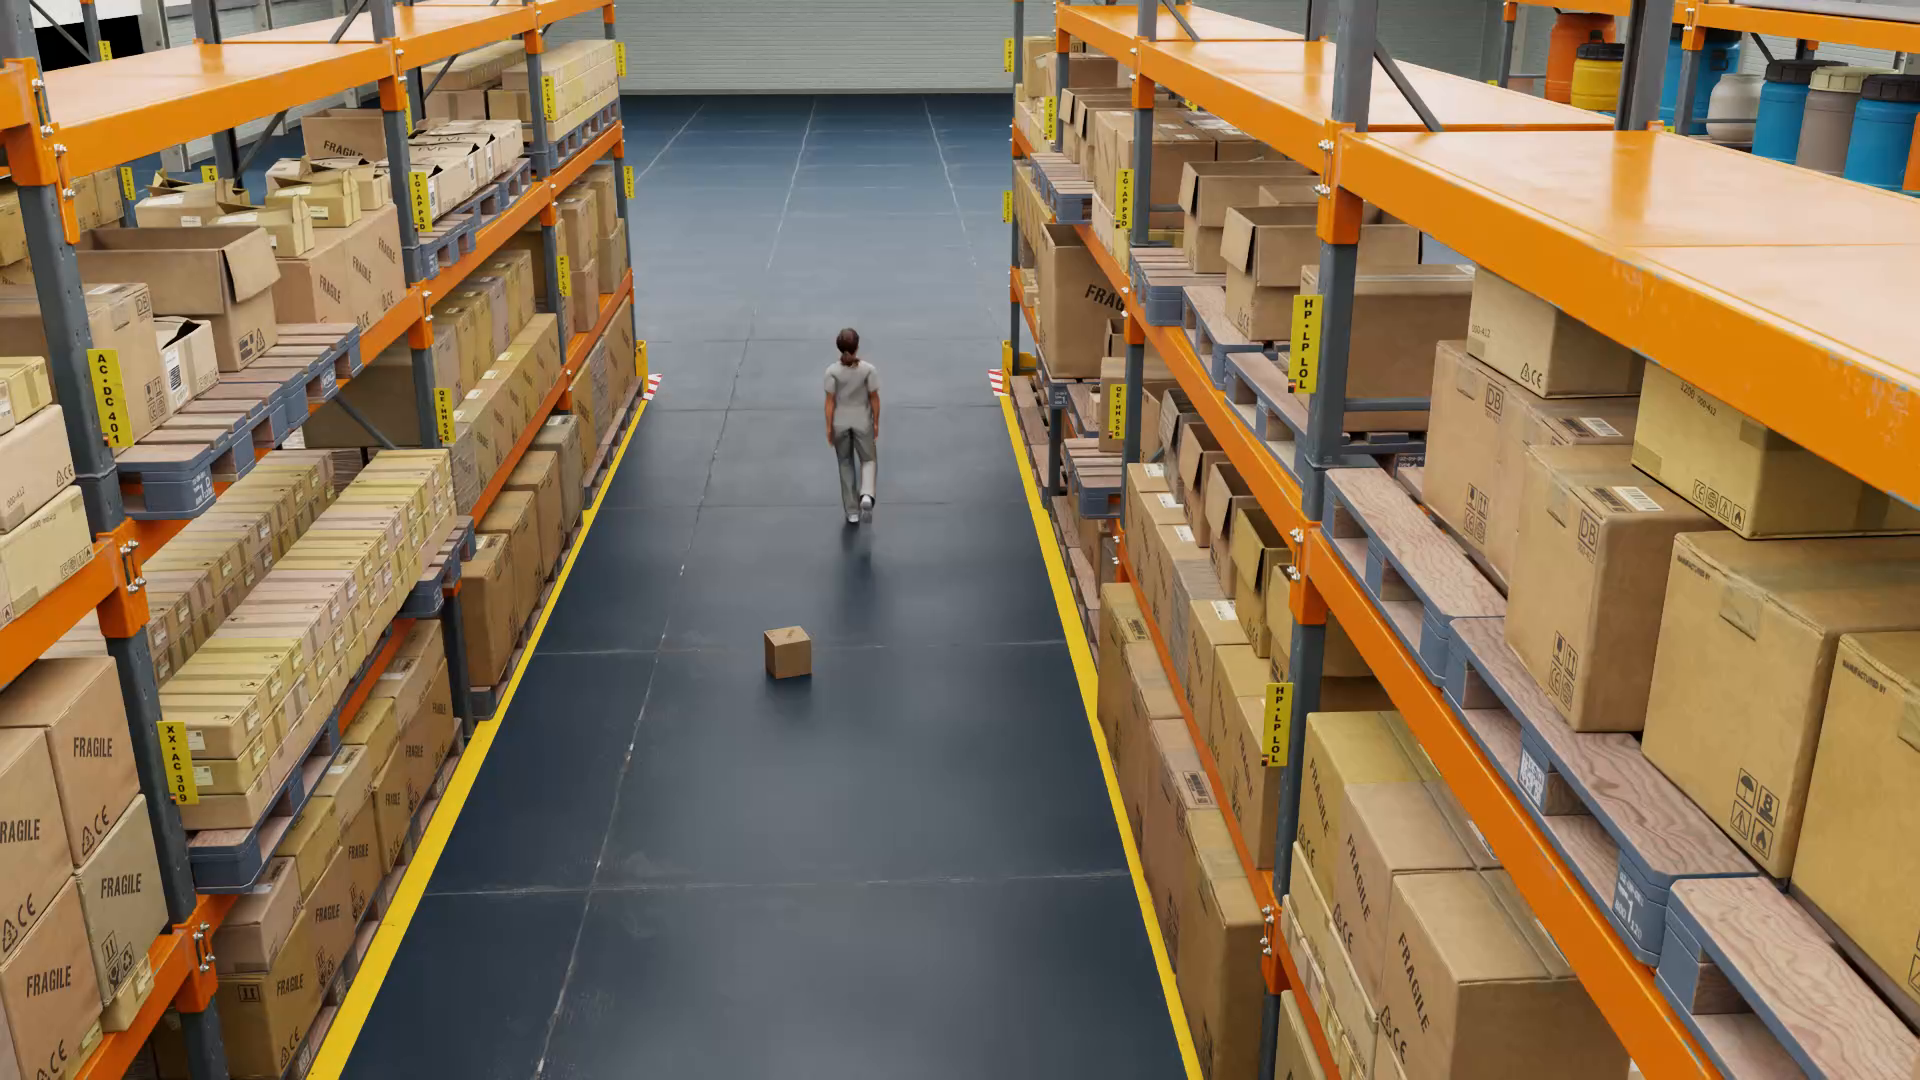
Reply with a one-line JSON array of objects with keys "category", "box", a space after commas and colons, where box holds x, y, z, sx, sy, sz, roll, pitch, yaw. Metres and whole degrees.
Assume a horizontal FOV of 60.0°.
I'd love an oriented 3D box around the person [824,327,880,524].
[{"category": "person", "box": [-0.868, -0.910, 13.475, 0.443, 1.653, 0.647, -1, 21, -3]}]
